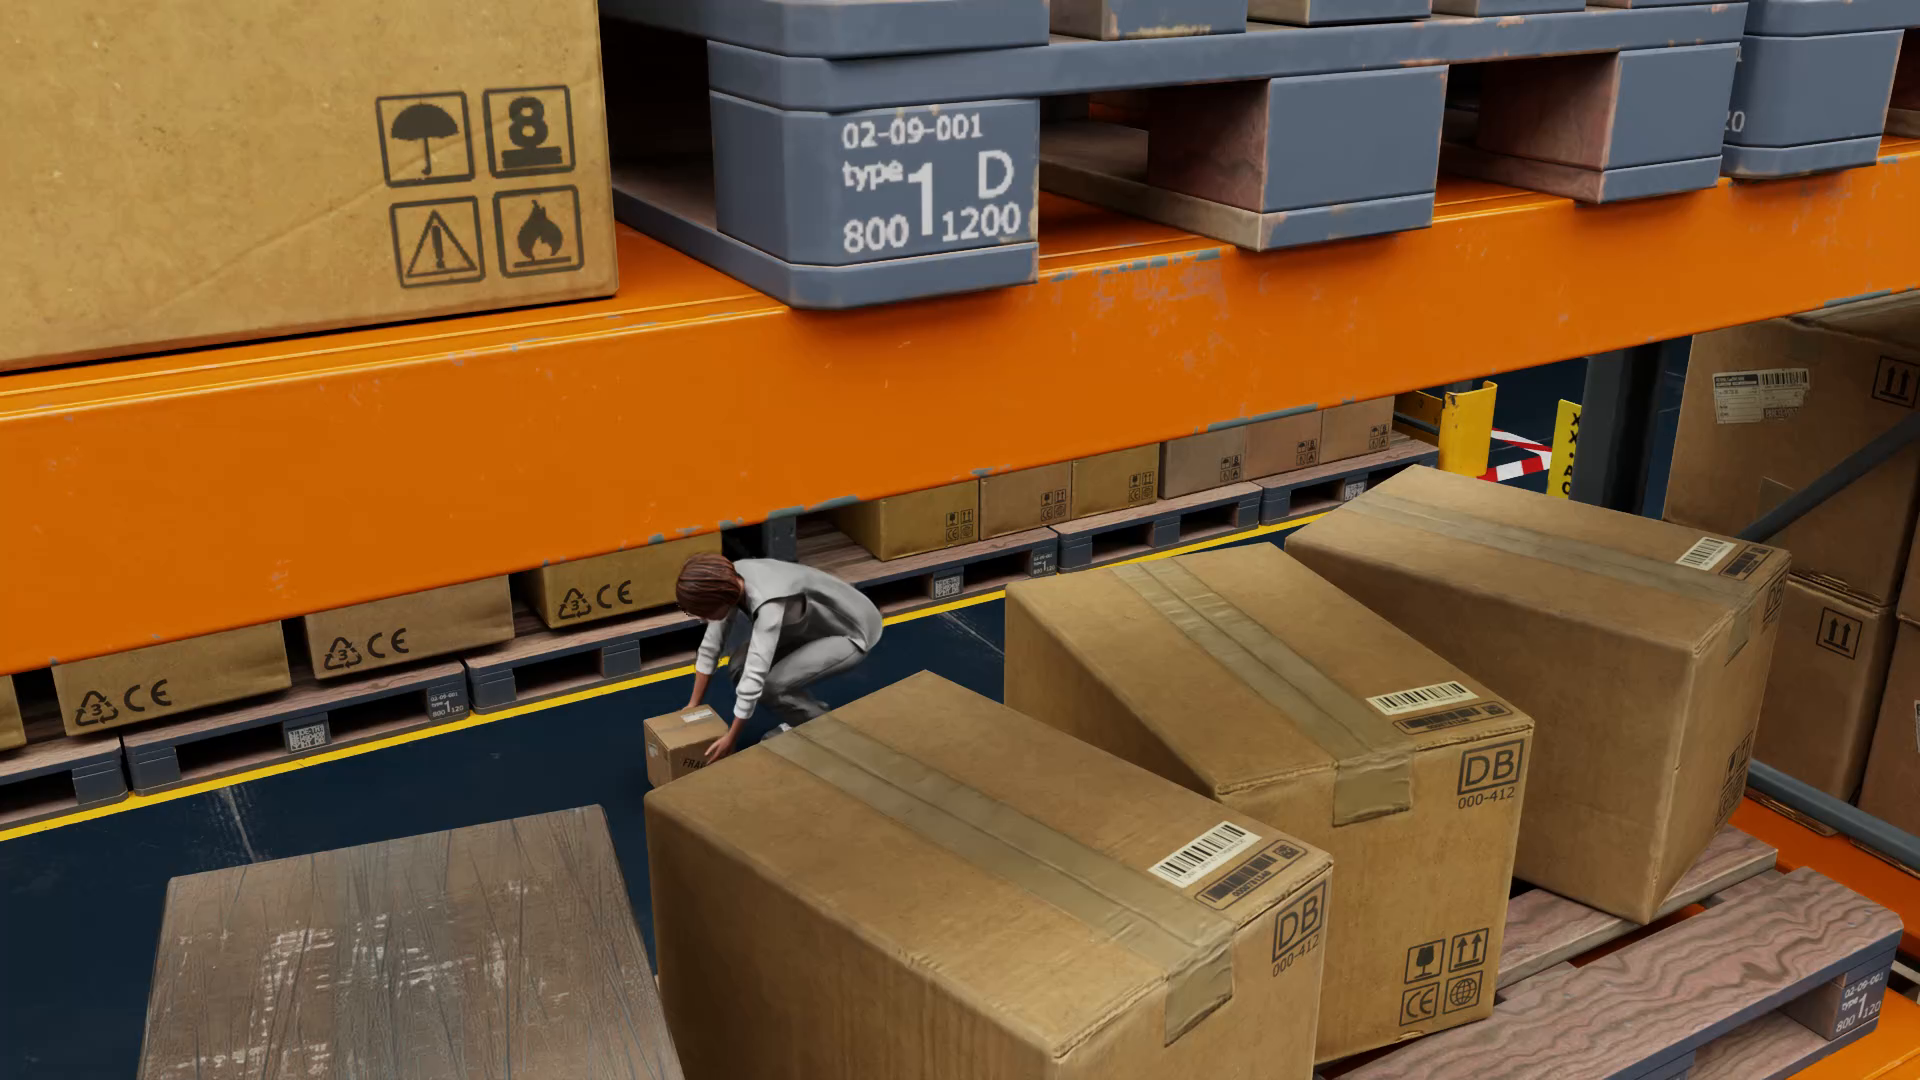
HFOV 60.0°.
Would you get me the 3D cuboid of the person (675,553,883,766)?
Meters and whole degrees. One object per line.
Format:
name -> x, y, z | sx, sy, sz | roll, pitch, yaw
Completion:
person -> -0.641, 0.412, 6.009 | 0.792, 0.906, 0.449 | -12, 25, -28
